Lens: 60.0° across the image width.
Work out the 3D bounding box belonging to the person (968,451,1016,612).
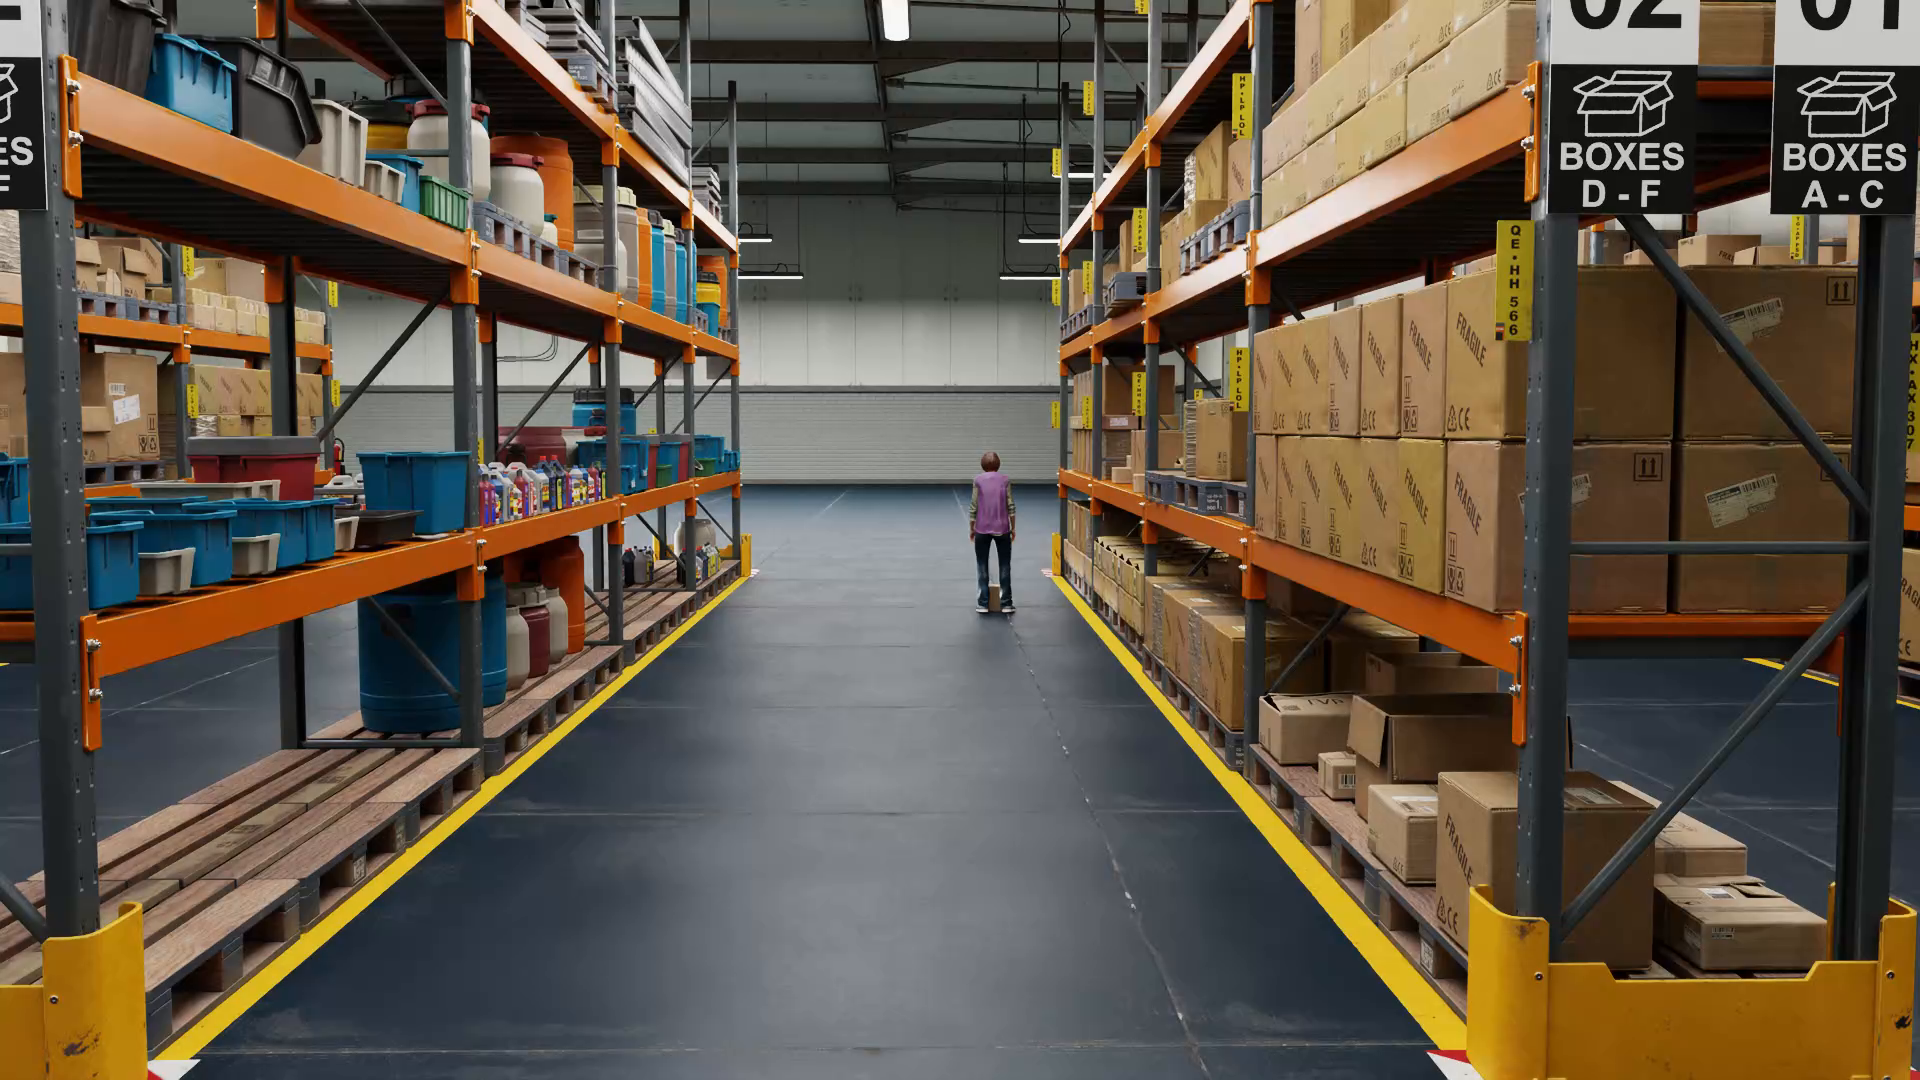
[{"bbox_3d":[0.316,-0.075,16.351,0.471,1.588,0.354,0,4,-1],"label":"person"}]
